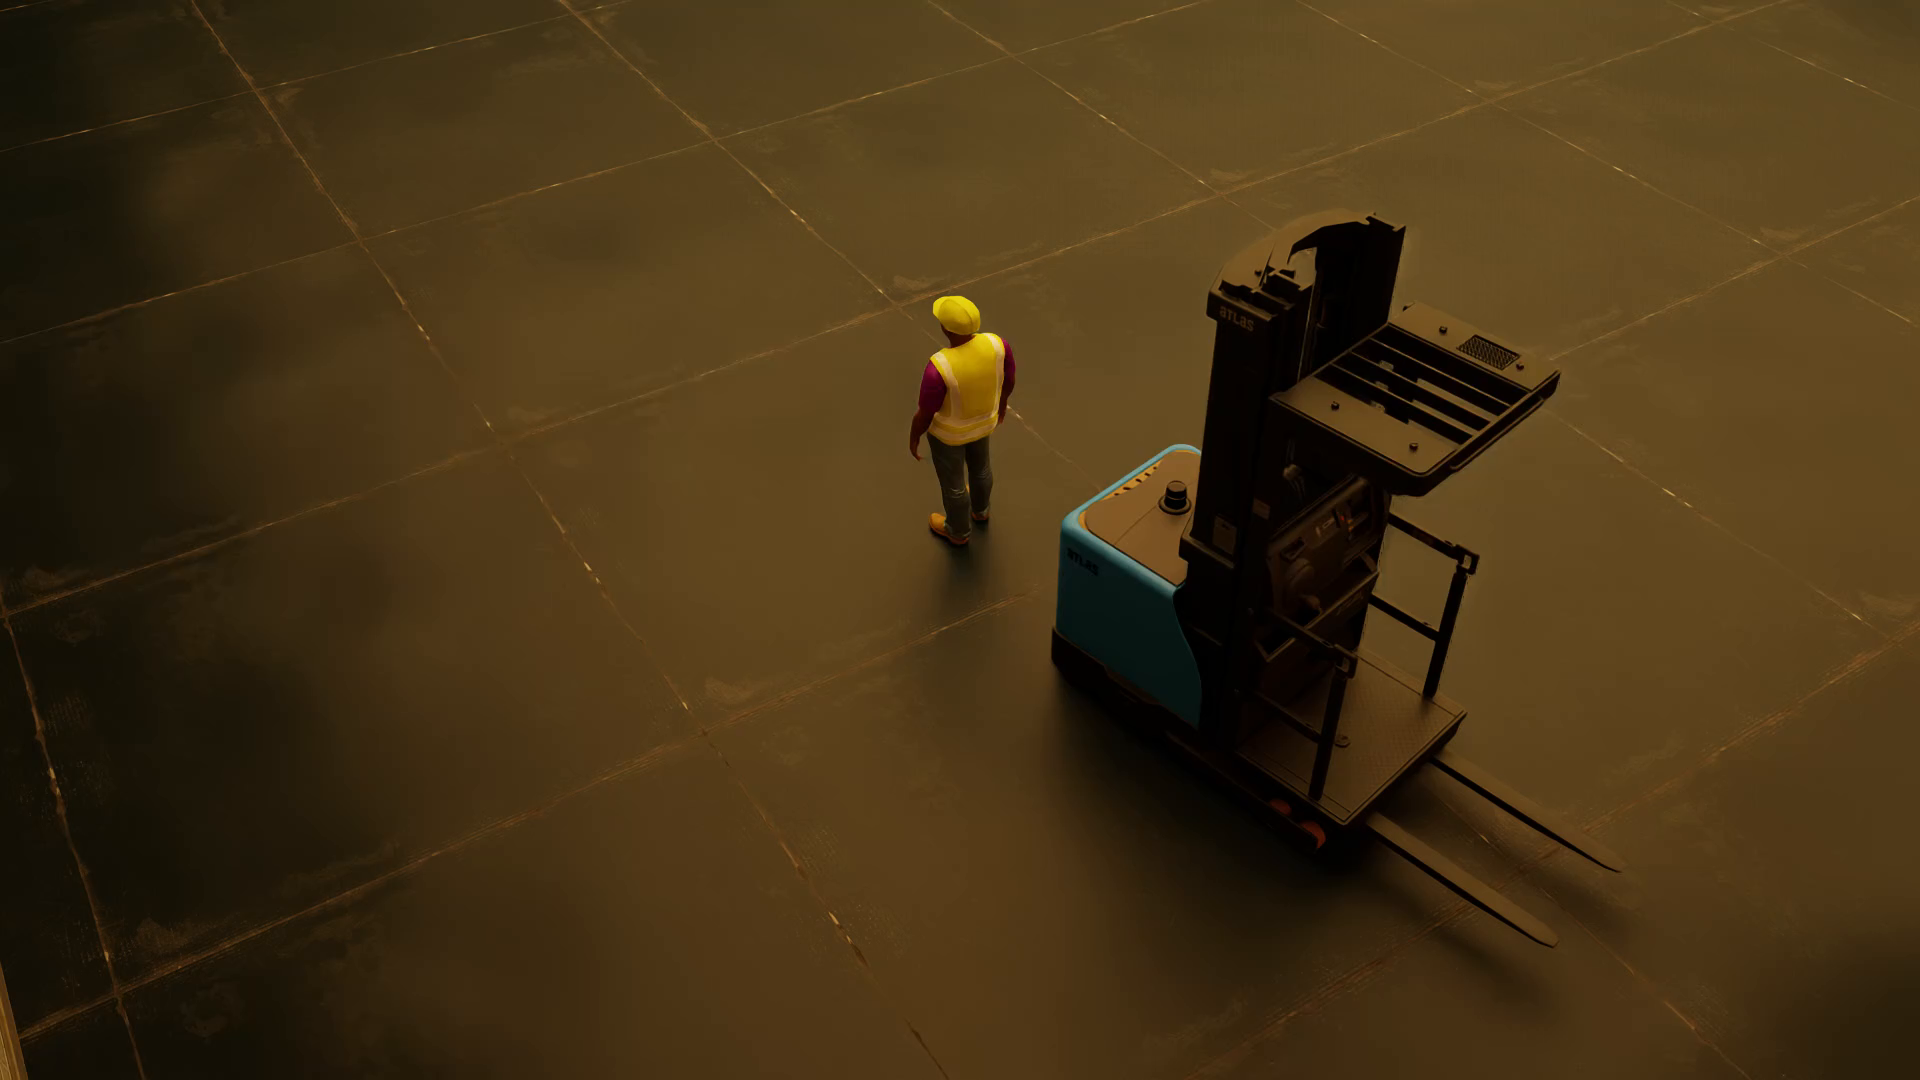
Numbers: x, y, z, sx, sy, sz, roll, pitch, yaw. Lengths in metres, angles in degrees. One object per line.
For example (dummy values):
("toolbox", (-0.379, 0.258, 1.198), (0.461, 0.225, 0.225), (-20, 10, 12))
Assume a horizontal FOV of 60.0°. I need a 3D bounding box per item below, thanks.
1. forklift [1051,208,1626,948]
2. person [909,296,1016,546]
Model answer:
("forklift", (1.898, 0.068, 7.793), (1.130, 2.935, 3.031), (-33, 51, -32))
("person", (-0.032, -0.711, 9.559), (0.666, 1.765, 0.577), (-23, 46, -24))
